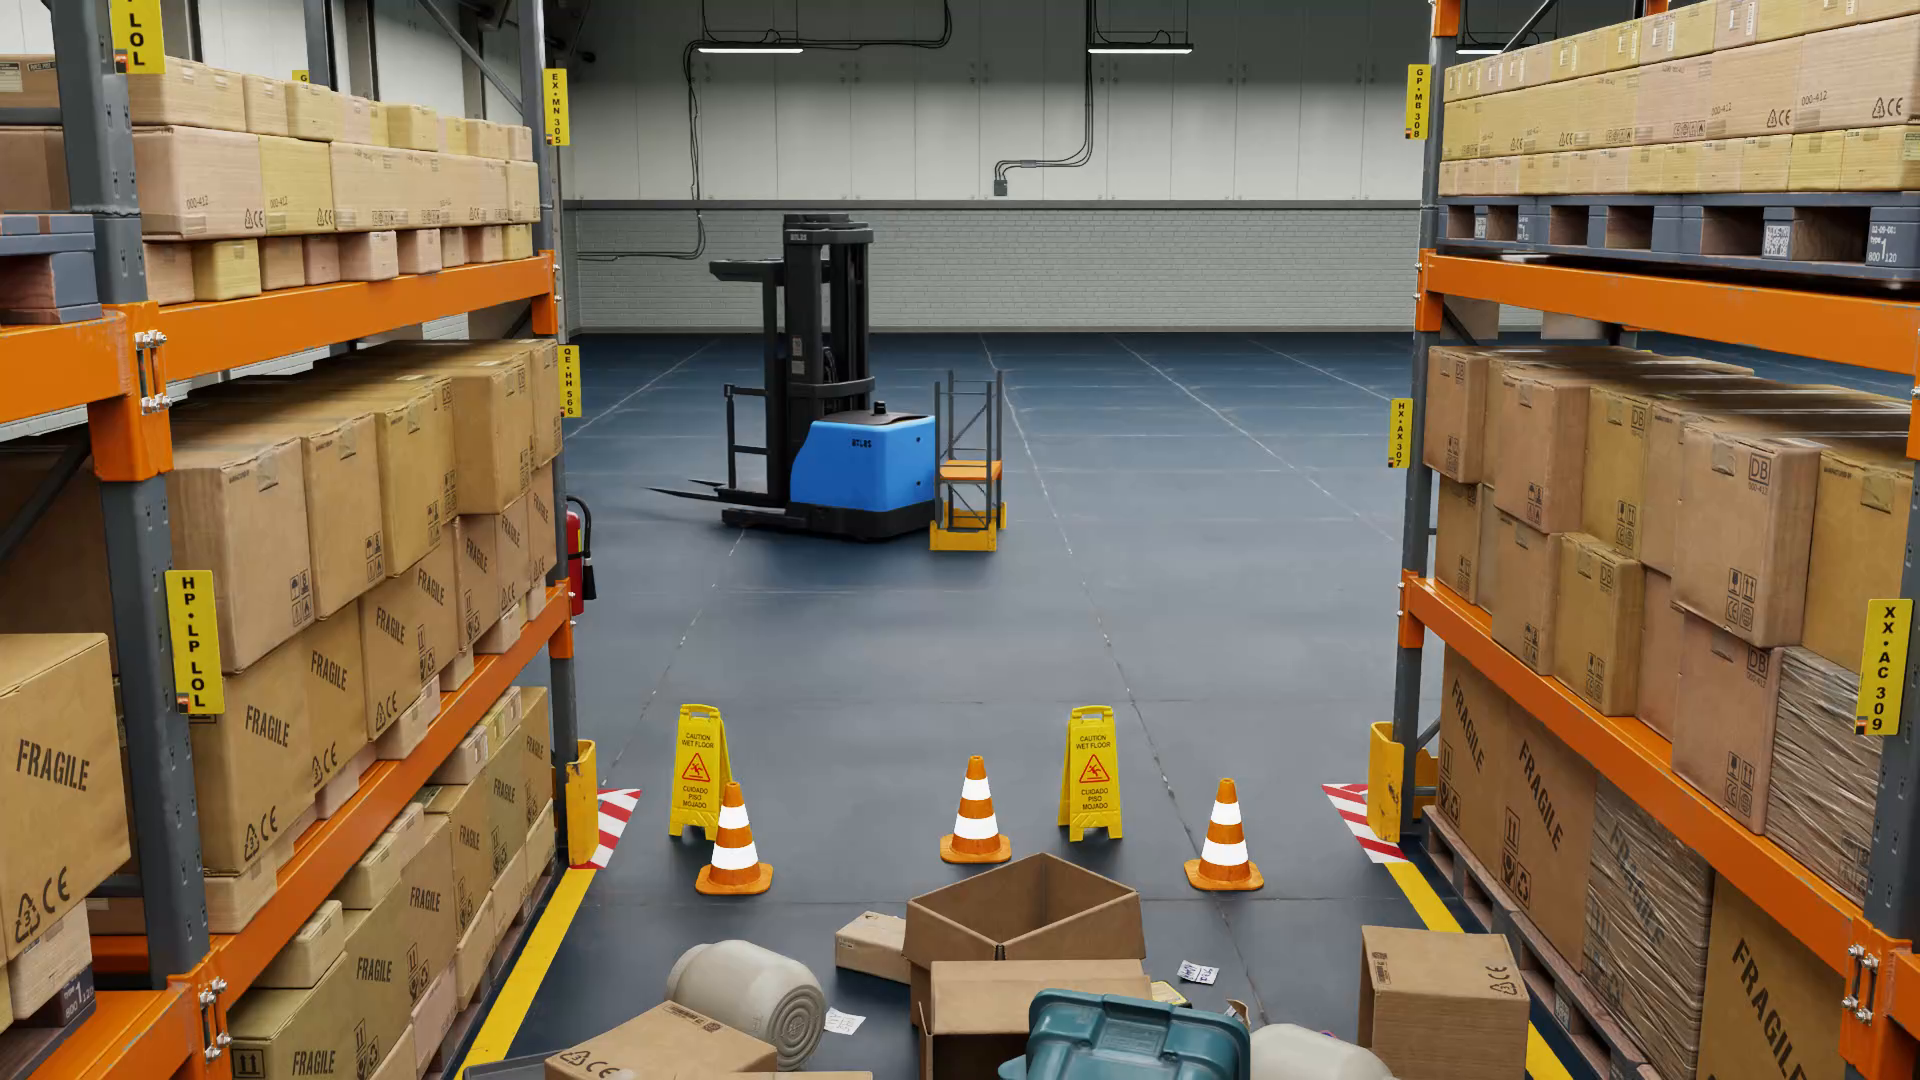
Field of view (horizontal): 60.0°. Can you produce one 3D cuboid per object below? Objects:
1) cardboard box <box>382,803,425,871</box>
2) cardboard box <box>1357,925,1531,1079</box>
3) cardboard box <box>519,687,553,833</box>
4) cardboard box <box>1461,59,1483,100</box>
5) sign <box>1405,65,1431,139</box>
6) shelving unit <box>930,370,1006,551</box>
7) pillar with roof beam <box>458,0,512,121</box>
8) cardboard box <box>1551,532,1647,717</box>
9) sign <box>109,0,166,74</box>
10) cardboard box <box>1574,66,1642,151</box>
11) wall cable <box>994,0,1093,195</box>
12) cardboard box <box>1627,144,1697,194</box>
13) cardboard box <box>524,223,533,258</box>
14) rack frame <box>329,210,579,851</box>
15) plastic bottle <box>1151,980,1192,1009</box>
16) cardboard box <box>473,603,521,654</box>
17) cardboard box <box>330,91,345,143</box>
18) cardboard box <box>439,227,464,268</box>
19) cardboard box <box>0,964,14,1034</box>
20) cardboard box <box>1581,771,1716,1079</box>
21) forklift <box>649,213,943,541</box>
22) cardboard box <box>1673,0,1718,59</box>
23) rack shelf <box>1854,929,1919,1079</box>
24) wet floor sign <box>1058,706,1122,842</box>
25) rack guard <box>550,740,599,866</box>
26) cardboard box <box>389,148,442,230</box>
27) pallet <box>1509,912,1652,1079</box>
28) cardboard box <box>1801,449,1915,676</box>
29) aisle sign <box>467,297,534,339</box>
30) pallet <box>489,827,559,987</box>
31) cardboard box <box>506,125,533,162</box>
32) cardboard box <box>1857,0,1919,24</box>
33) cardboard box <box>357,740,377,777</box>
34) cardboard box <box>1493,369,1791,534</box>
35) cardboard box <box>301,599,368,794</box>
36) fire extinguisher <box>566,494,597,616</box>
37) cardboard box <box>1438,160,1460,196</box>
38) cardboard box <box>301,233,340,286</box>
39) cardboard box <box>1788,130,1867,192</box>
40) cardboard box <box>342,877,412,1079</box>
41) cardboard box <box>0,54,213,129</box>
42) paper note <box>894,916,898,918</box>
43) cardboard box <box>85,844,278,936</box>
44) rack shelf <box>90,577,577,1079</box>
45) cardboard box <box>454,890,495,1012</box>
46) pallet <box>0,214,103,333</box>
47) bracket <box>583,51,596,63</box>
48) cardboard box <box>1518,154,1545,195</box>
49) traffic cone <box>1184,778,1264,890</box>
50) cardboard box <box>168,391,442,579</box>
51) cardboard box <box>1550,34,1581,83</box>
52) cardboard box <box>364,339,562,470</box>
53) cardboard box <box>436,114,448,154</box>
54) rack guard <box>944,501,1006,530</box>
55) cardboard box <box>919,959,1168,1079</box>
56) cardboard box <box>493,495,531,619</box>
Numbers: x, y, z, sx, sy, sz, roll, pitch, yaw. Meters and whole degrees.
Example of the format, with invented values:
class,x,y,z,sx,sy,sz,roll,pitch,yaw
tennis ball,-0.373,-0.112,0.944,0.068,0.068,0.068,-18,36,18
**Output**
class,x,y,z,sx,sy,sz,roll,pitch,yaw
cardboard box,-1.951,0.955,5.342,0.380,0.149,0.250,0,11,2
cardboard box,1.644,1.676,5.723,0.500,0.500,0.500,2,12,9
cardboard box,-2.050,0.935,7.072,0.500,0.500,0.500,0,11,-1
cardboard box,2.312,-1.913,6.910,0.380,0.149,0.250,0,11,-1
sign,2.064,-1.974,7.495,0.100,0.325,0.005,0,11,-1
shelving unit,0.084,-0.748,15.163,0.587,1.500,1.083,1,12,6
pillar with roof beam,-4.369,-7.563,29.896,9.100,9.000,0.548,0,11,-1
cardboard box,2.644,0.288,5.908,0.875,0.550,0.500,0,11,-1
sign,-1.690,-1.122,3.401,0.100,0.325,0.005,0,11,-1
cardboard box,2.405,-1.437,5.567,0.500,0.250,0.500,0,11,-1
wall cable,1.956,-11.032,38.440,2.305,6.003,0.169,0,11,-1
cardboard box,2.347,-1.169,5.248,0.380,0.149,0.250,0,11,-2
cardboard box,-2.041,-1.275,7.077,0.380,0.149,0.250,0,11,-1
rack frame,-2.328,0.002,7.694,1.000,3.000,0.127,0,11,-1
plastic bottle,0.796,1.774,6.351,0.133,0.061,0.283,-4,12,-21
cardboard box,-1.970,0.351,6.608,0.380,0.149,0.250,0,11,0
cardboard box,-1.990,-1.210,4.751,0.380,0.149,0.250,-1,11,-3
cardboard box,-2.040,-1.073,6.080,0.380,0.149,0.250,0,11,-2
cardboard box,-1.970,0.868,3.001,0.380,0.149,0.250,-1,11,-3
cardboard box,2.737,1.288,5.644,0.875,0.875,0.875,0,11,-1
forklift,-1.677,-1.627,15.898,3.031,2.935,1.130,7,14,32
cardboard box,2.354,-1.508,4.915,0.380,0.149,0.250,0,11,-1
rack shelf,2.743,1.507,2.086,1.077,0.370,4.000,0,11,-1
wet floor sign,0.639,1.118,8.116,0.267,0.644,0.232,-2,12,-11
rack guard,-2.326,1.242,7.868,1.175,0.500,0.348,0,11,-1
cardboard box,-2.010,-1.136,5.389,0.500,0.250,0.500,0,11,-1
pallet,2.736,1.729,6.196,1.003,0.211,1.213,0,11,-1
cardboard box,2.729,0.081,4.214,0.875,0.550,0.550,0,11,-1
aisle sign,-2.039,-1.285,7.502,0.394,0.787,0.004,0,11,-1
pallet,-2.345,1.546,7.100,1.003,0.211,1.213,0,11,-1
cardboard box,-2.025,-1.669,7.016,0.380,0.149,0.250,0,11,-1
cardboard box,2.376,-1.307,3.922,0.380,0.149,0.250,0,11,-2
cardboard box,-2.031,0.652,5.125,0.380,0.149,0.250,0,11,-1
cardboard box,2.568,-0.346,6.318,0.875,0.550,0.550,0,11,-1
cardboard box,-2.009,0.414,4.664,0.500,0.500,0.500,0,11,-1
fire extinguisher,-1.869,0.016,7.823,0.296,0.674,0.183,0,11,-1
cardboard box,2.306,-1.570,7.226,0.380,0.149,0.250,0,11,-1
cardboard box,-2.031,-0.817,4.818,0.380,0.149,0.250,-1,11,-3
cardboard box,2.369,-0.966,4.246,0.380,0.149,0.250,0,11,0
cardboard box,-2.010,1.347,5.040,0.500,0.500,0.500,0,11,1
cardboard box,-1.925,-1.004,3.738,0.380,0.149,0.250,0,11,-2
paper note,-0.318,1.637,7.103,0.148,0.019,0.142,-4,12,-21
cardboard box,-1.931,0.857,4.115,0.380,0.149,0.250,0,11,-1
rack shelf,-2.286,0.752,5.806,1.077,0.370,4.000,0,11,-1
cardboard box,-2.023,1.511,6.119,0.500,0.250,0.500,-1,11,-3
pallet,-2.339,-0.457,2.888,1.213,0.211,1.003,0,11,-1
bracket,-8.499,-11.057,38.066,0.235,0.232,0.430,0,11,-1
cardboard box,2.327,-1.370,6.237,0.380,0.149,0.250,0,11,-1
traffic cone,1.211,1.317,7.597,0.336,0.463,0.334,0,11,-1
cardboard box,-2.009,-0.177,5.065,0.700,0.500,0.500,0,11,-2
cardboard box,2.333,-1.710,5.910,0.380,0.149,0.250,0,11,-2
cardboard box,-2.099,-0.582,7.059,0.700,0.500,0.500,-1,11,-3
cardboard box,-2.083,-1.468,6.024,0.380,0.149,0.250,0,11,-1
rack guard,0.139,-0.234,15.772,0.587,0.250,0.087,1,12,6
cardboard box,0.268,1.684,5.343,0.797,0.637,0.503,0,11,-1
cardboard box,-2.035,0.014,6.638,0.500,0.500,0.500,0,11,-1
